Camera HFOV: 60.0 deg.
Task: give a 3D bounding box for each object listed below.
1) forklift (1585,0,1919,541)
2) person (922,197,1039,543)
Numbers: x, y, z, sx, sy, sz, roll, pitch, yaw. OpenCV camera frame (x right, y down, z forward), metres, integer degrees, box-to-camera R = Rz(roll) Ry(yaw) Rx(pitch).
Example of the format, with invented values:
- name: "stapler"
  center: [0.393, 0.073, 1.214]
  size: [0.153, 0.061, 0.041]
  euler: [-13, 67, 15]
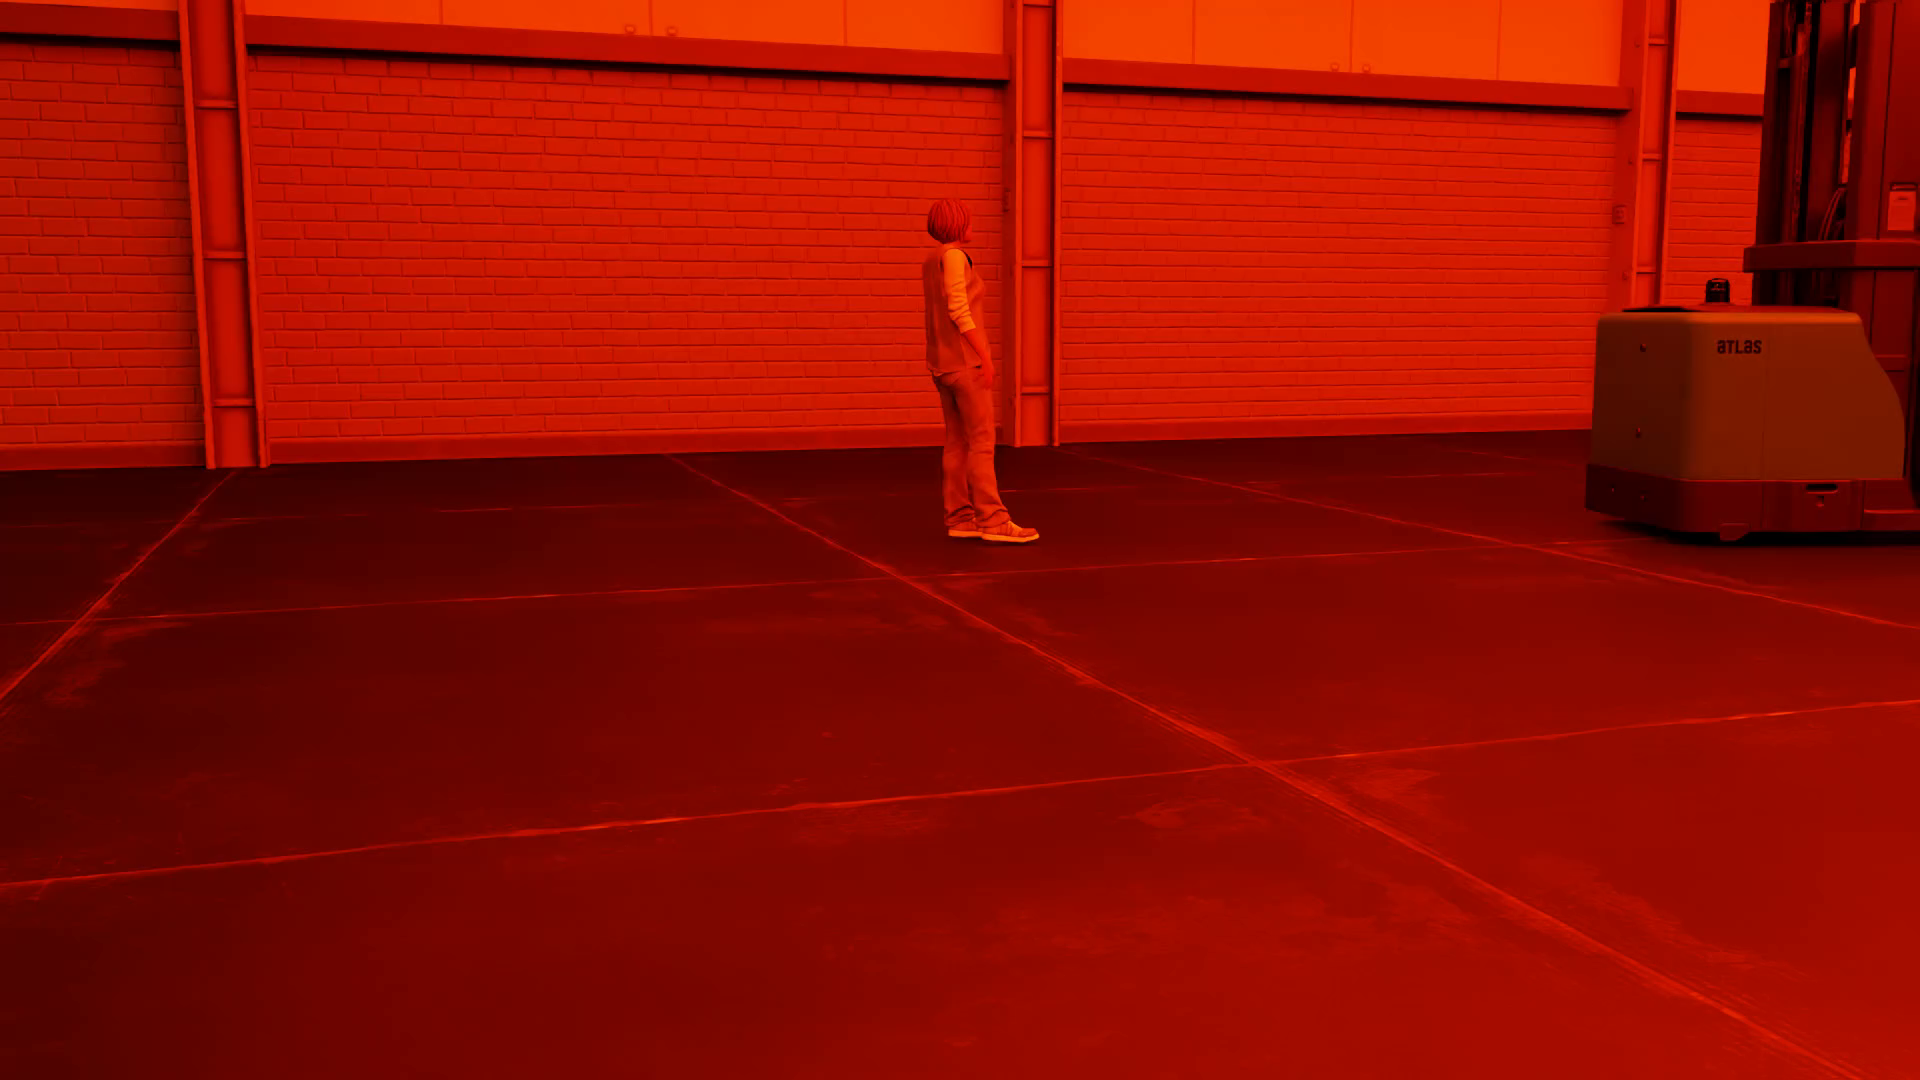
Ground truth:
- name: "forklift"
  center: [4.772, -1.502, 8.094]
  size: [3.031, 2.935, 1.130]
  euler: [-1, 8, -5]
- name: "person"
  center: [0.074, -0.800, 7.825]
  size: [0.475, 1.597, 0.520]
  euler: [-3, 8, -18]
